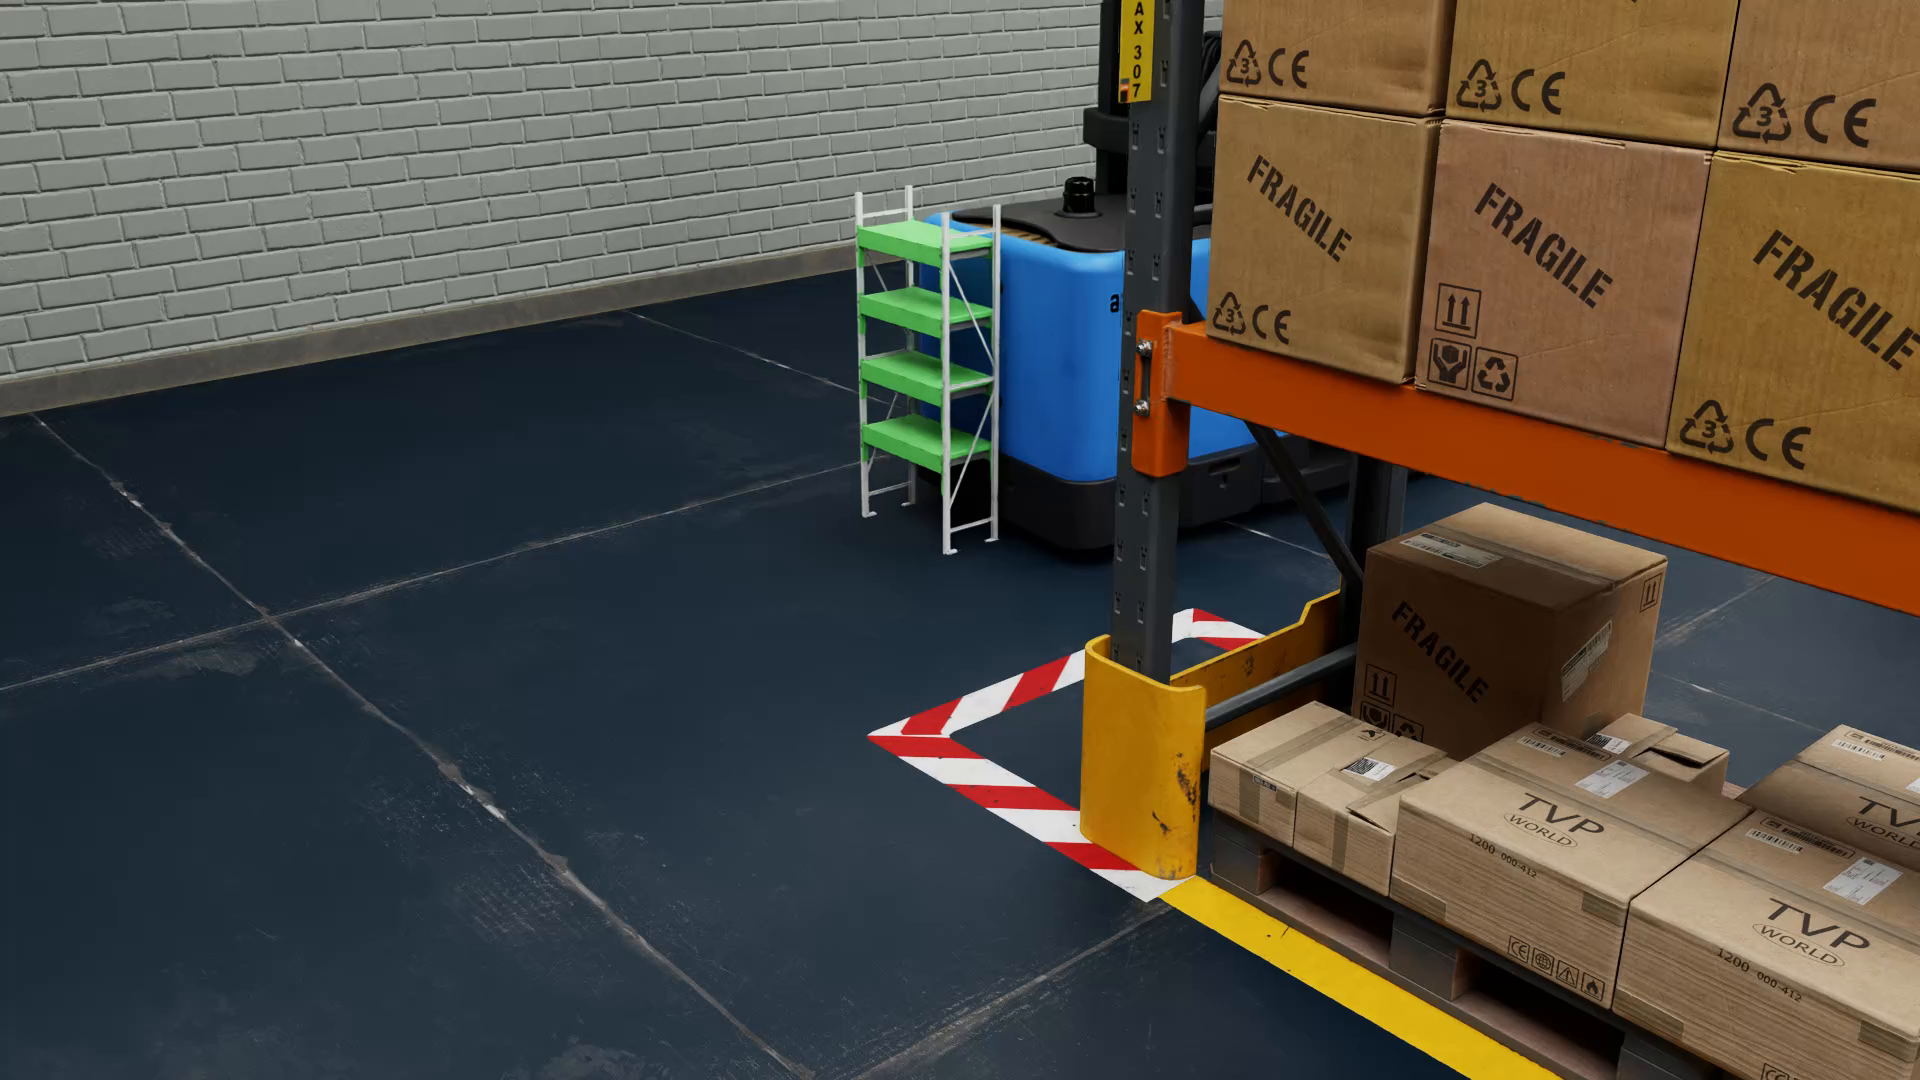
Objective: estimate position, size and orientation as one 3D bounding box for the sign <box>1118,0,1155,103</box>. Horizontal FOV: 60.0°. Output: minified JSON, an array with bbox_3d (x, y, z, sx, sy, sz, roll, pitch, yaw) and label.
[{"bbox_3d":[0.366,-1.064,3.399,0.100,0.325,0.005,-17,27,-37],"label":"sign"}]

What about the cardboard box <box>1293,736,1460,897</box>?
[{"bbox_3d":[0.953,0.591,3.643,0.380,0.166,0.250,-17,27,-37],"label":"cardboard box"}]

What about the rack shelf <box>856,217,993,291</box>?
[{"bbox_3d":[-0.115,-0.991,5.728,0.258,0.148,0.480,-16,27,-36],"label":"rack shelf"}]

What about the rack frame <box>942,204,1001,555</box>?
[{"bbox_3d":[0.038,-0.534,5.702,0.240,1.200,0.015,-16,27,-36],"label":"rack frame"}]

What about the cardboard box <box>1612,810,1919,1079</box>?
[{"bbox_3d":[1.569,0.780,3.047,0.500,0.250,0.500,-17,27,-37],"label":"cardboard box"}]

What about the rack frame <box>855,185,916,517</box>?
[{"bbox_3d":[-0.267,-0.673,6.057,0.240,1.200,0.015,-16,27,-36],"label":"rack frame"}]

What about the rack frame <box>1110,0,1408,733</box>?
[{"bbox_3d":[0.777,-0.790,3.887,1.000,3.000,0.127,-17,27,-37],"label":"rack frame"}]

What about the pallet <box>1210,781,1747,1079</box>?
[{"bbox_3d":[1.347,0.750,3.780,1.003,0.211,1.213,-17,27,-37],"label":"pallet"}]

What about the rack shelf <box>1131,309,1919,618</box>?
[{"bbox_3d":[2.082,0.098,2.608,1.077,0.370,4.000,-17,27,-37],"label":"rack shelf"}]

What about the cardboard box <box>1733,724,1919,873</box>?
[{"bbox_3d":[1.916,0.647,3.386,0.500,0.250,0.500,-17,27,-37],"label":"cardboard box"}]

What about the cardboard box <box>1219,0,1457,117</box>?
[{"bbox_3d":[0.867,-1.116,3.213,0.500,0.500,0.500,-16,27,-36],"label":"cardboard box"}]

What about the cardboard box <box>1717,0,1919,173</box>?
[{"bbox_3d":[1.536,-0.834,2.493,0.500,0.500,0.500,-17,27,-37],"label":"cardboard box"}]

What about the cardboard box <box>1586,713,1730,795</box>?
[{"bbox_3d":[1.514,0.550,3.749,0.380,0.166,0.250,-17,27,-37],"label":"cardboard box"}]

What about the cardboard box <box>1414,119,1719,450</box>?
[{"bbox_3d":[1.207,-0.510,3.035,0.500,0.500,0.500,-18,28,-38],"label":"cardboard box"}]

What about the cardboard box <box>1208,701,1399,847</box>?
[{"bbox_3d":[0.790,0.530,3.823,0.380,0.149,0.250,-17,27,-37],"label":"cardboard box"}]

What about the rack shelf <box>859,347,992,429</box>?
[{"bbox_3d":[-0.115,-0.544,5.903,0.258,0.148,0.480,-16,27,-36],"label":"rack shelf"}]

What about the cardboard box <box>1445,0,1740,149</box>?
[{"bbox_3d":[1.213,-0.974,2.849,0.500,0.500,0.500,-17,27,-37],"label":"cardboard box"}]

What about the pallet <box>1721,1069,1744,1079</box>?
[{"bbox_3d":[2.140,1.087,2.920,1.003,0.211,1.213,-17,27,-37],"label":"pallet"}]

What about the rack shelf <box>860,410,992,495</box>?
[{"bbox_3d":[-0.115,-0.321,5.990,0.258,0.148,0.480,-16,27,-36],"label":"rack shelf"}]

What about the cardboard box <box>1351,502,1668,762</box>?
[{"bbox_3d":[1.318,0.261,4.029,0.500,0.500,0.500,-17,27,-37],"label":"cardboard box"}]

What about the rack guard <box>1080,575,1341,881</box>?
[{"bbox_3d":[0.826,0.395,4.289,1.175,0.500,0.348,-17,27,-37],"label":"rack guard"}]

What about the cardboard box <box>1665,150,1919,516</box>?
[{"bbox_3d":[1.533,-0.370,2.679,0.500,0.500,0.500,-18,27,-38],"label":"cardboard box"}]

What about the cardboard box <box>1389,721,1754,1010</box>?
[{"bbox_3d":[1.243,0.642,3.400,0.500,0.250,0.500,-17,27,-37],"label":"cardboard box"}]

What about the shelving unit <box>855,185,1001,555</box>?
[{"bbox_3d":[-0.115,-0.603,5.880,0.258,1.200,0.503,-16,27,-36],"label":"shelving unit"}]

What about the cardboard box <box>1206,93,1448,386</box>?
[{"bbox_3d":[0.867,-0.651,3.396,0.500,0.500,0.500,-17,27,-36],"label":"cardboard box"}]

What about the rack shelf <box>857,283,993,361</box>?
[{"bbox_3d":[-0.115,-0.767,5.815,0.258,0.148,0.480,-16,27,-36],"label":"rack shelf"}]

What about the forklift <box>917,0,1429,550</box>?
[{"bbox_3d":[1.334,-1.722,6.362,3.031,2.935,1.130,-14,26,-32],"label":"forklift"}]
